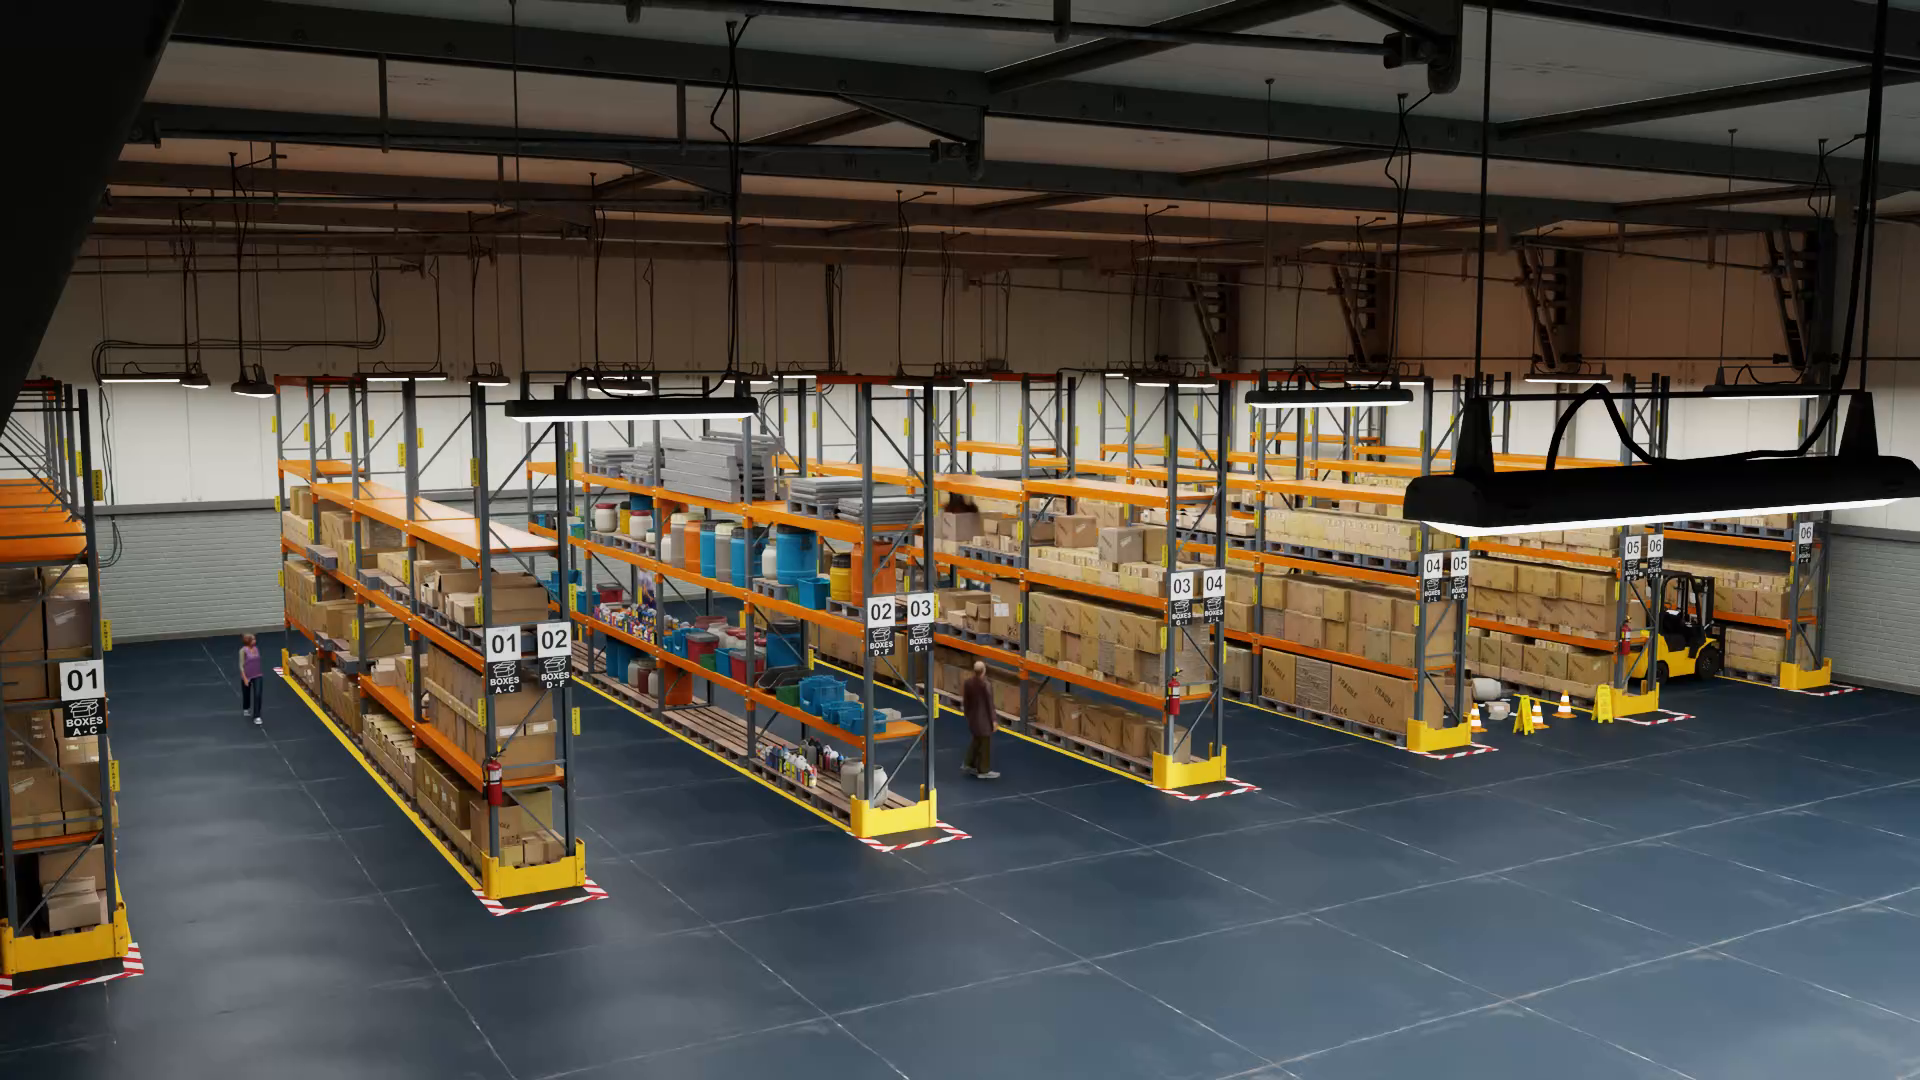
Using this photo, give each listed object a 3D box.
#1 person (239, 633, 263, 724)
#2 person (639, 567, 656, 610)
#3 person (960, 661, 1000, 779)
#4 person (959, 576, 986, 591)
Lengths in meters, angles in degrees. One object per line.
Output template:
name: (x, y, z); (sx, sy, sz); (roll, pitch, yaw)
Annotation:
person: (-12.354, 2.388, 28.949); (0.395, 1.551, 0.823); (-4, 7, -31)
person: (-7.183, 1.333, 38.258); (0.503, 1.670, 0.523); (-3, 7, -23)
person: (0.334, 2.723, 25.127); (0.454, 1.816, 0.679); (-5, 8, -38)
person: (0.250, 0.630, 44.082); (0.826, 1.753, 0.631); (-3, 7, -28)
